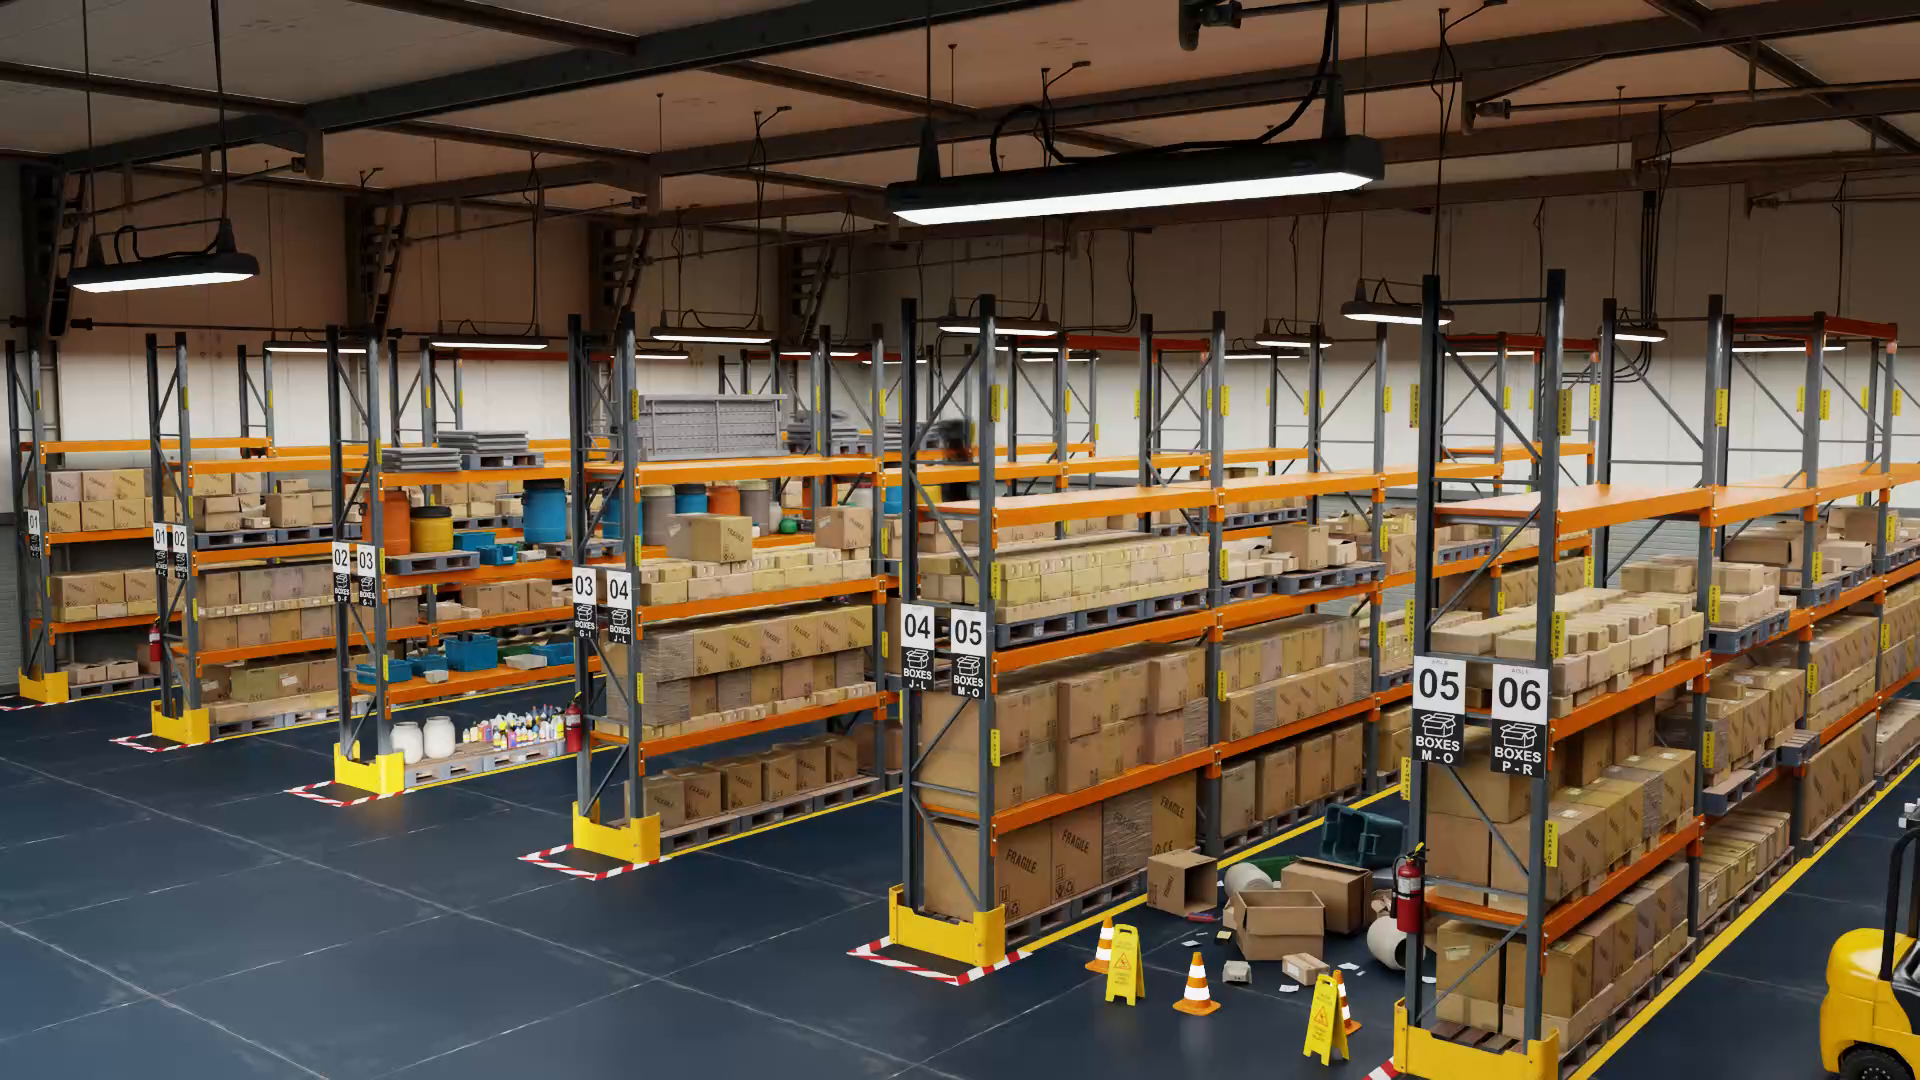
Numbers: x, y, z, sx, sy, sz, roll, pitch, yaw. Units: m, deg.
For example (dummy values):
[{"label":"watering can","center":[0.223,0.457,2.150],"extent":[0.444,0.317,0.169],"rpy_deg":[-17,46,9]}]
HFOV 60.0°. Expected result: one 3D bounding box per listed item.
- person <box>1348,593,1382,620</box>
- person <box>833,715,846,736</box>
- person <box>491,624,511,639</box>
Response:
[{"label":"person","center":[7.131,1.689,29.442],"extent":[0.579,1.692,0.876],"rpy_deg":[2,6,25]},{"label":"person","center":[-1.755,2.179,23.793],"extent":[0.456,1.715,0.982],"rpy_deg":[-1,5,-11]},{"label":"person","center":[-8.552,1.593,31.084],"extent":[0.572,1.590,0.646],"rpy_deg":[3,6,33]}]
